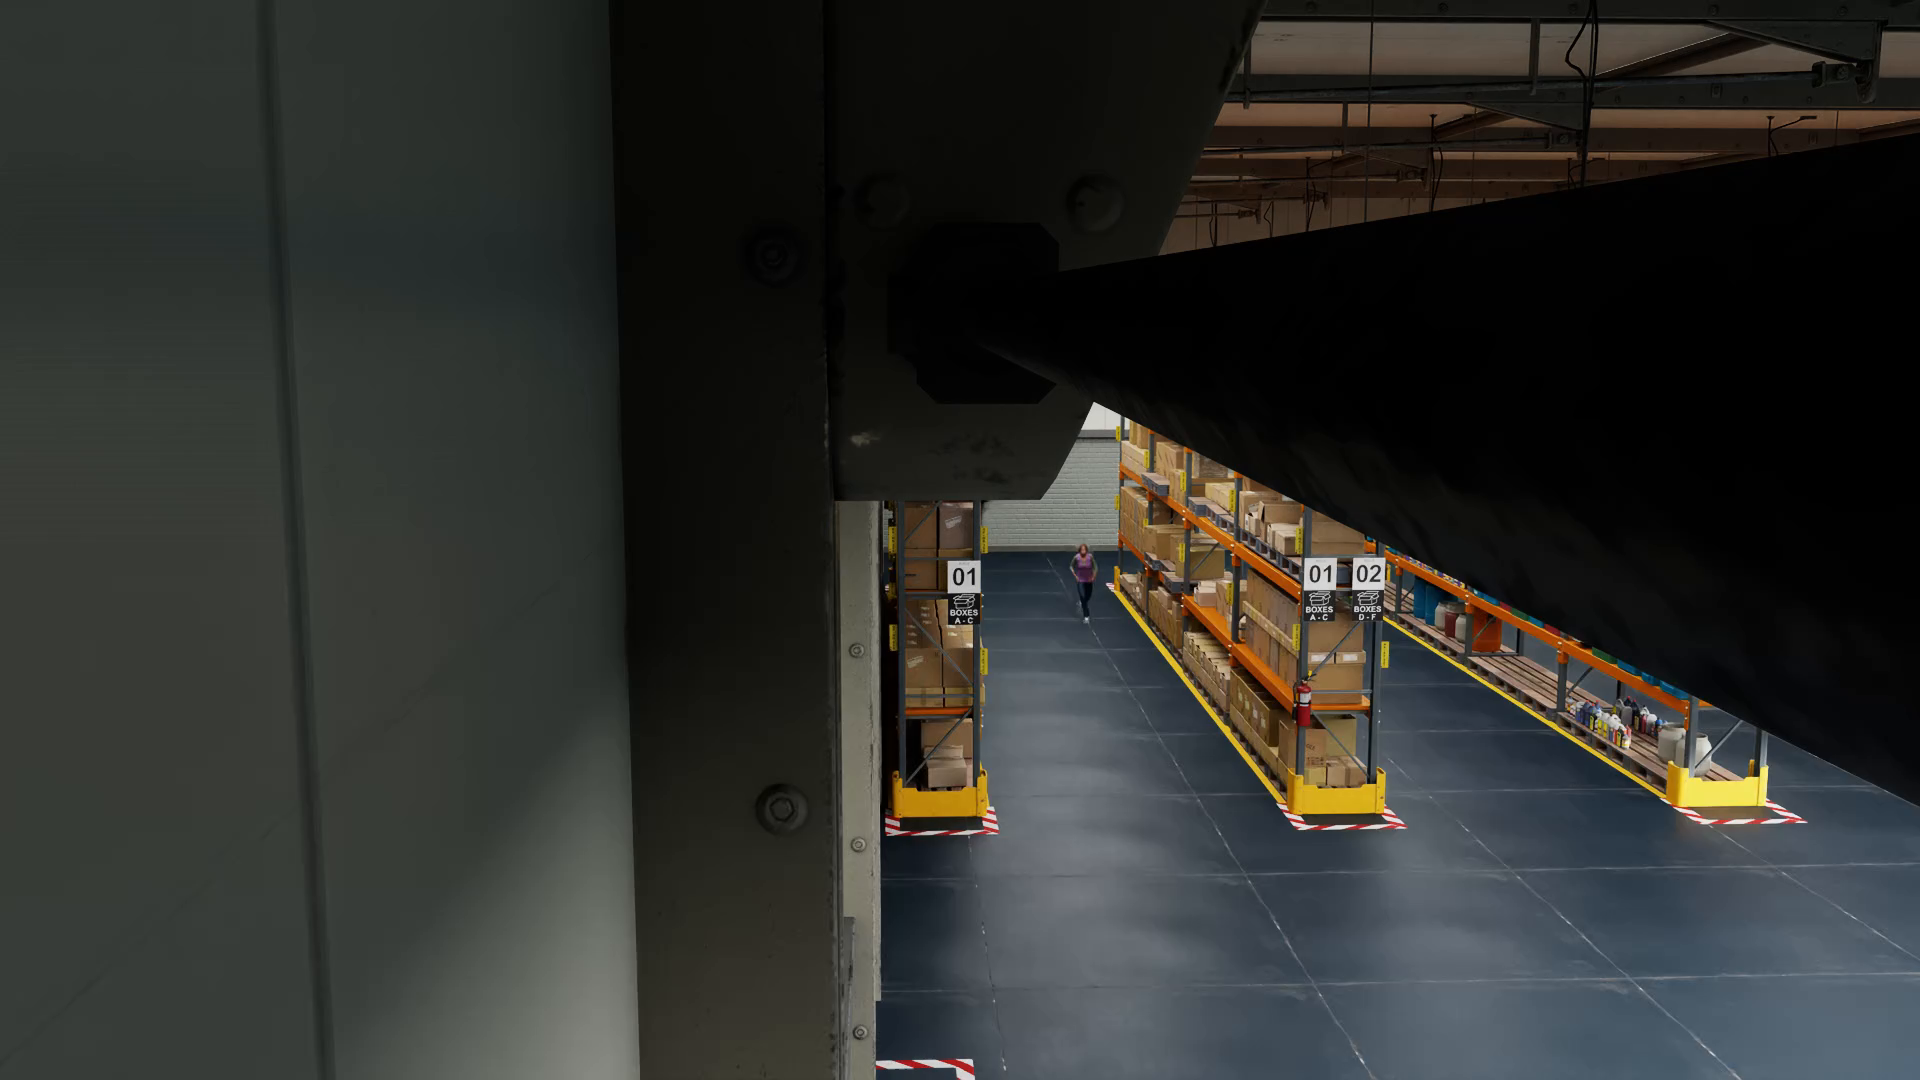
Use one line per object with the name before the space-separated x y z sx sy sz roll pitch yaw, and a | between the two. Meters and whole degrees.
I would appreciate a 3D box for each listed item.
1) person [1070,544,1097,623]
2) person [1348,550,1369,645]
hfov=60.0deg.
person | 2.449 0.828 33.094 0.551 1.577 0.787 -1 8 -5
person | 7.452 1.038 30.863 0.668 1.751 0.715 0 8 3
